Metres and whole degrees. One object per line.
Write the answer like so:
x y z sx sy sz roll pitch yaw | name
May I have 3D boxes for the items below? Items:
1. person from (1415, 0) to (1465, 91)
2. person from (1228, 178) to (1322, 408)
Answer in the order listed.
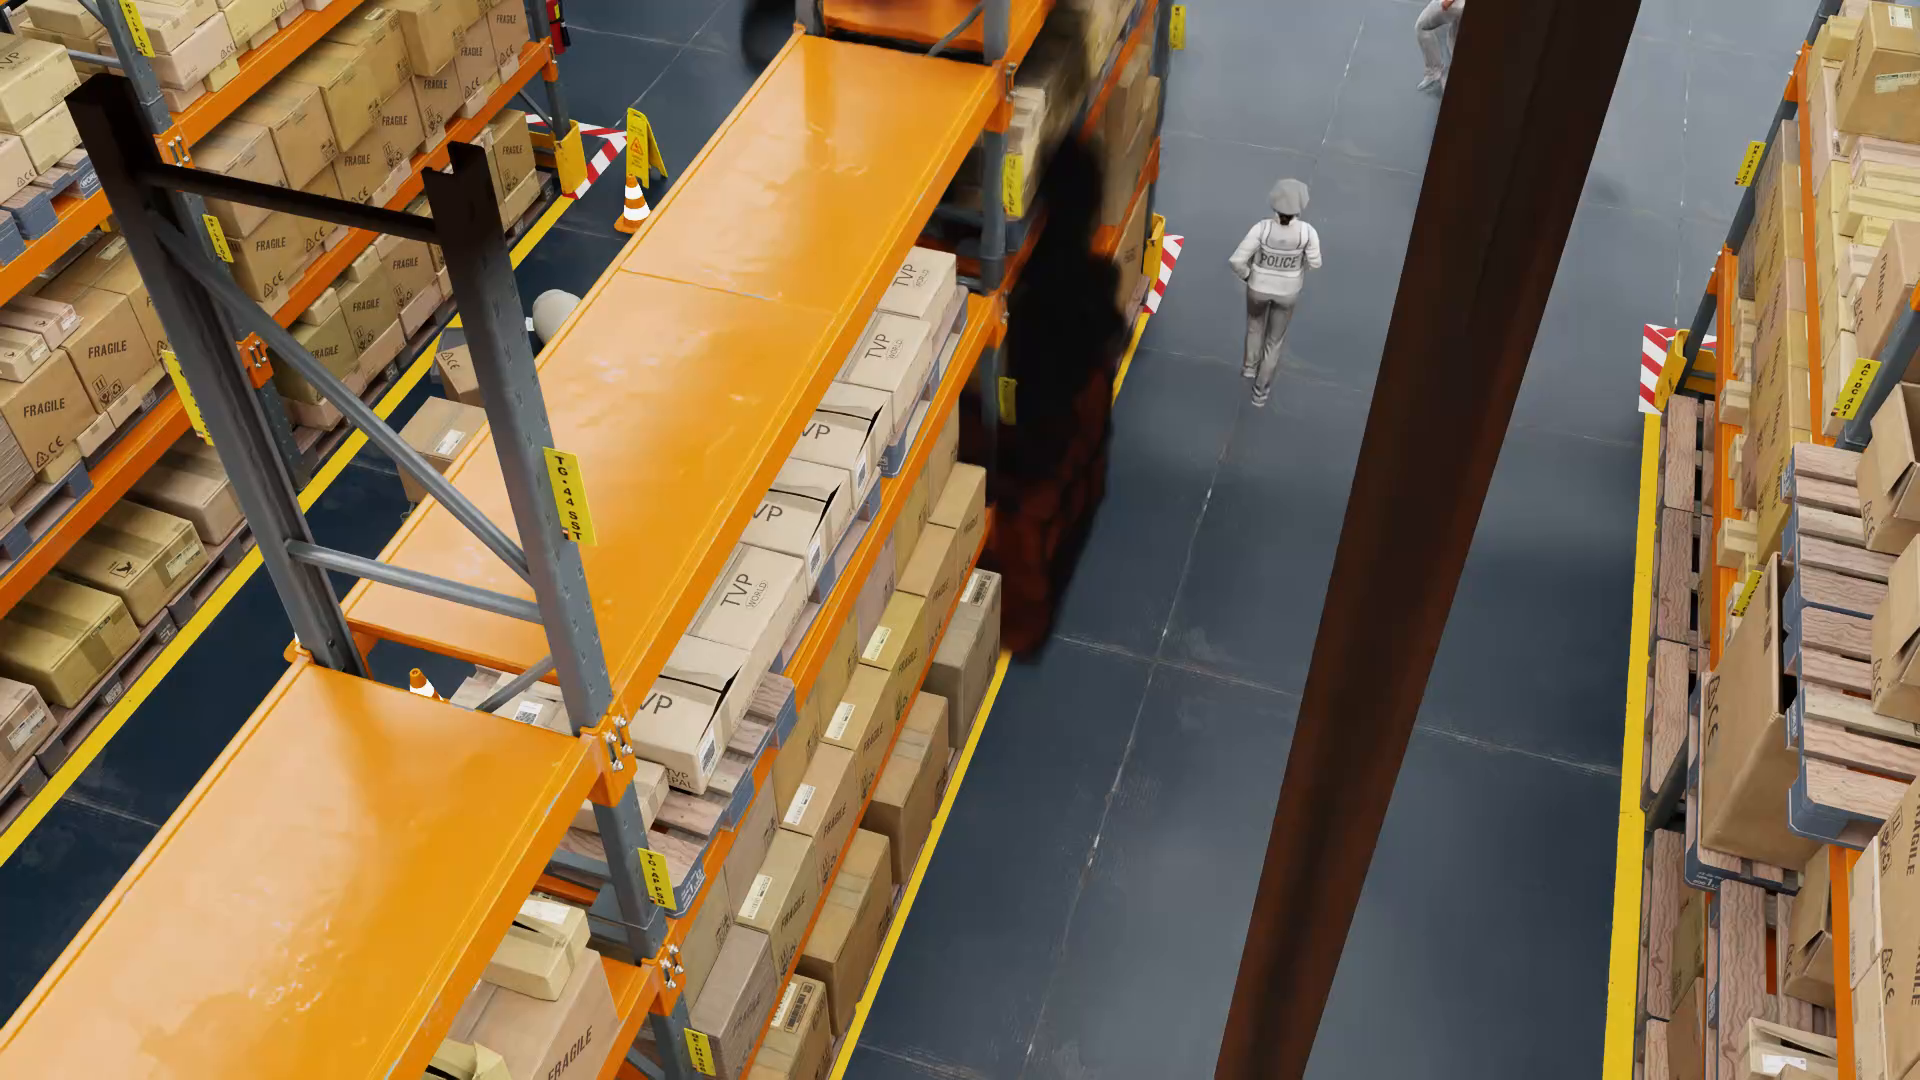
4.343 -4.746 14.553 0.649 1.781 0.700 -24 50 -22 | person
2.097 -1.671 11.212 0.592 1.783 0.666 11 47 11 | person
